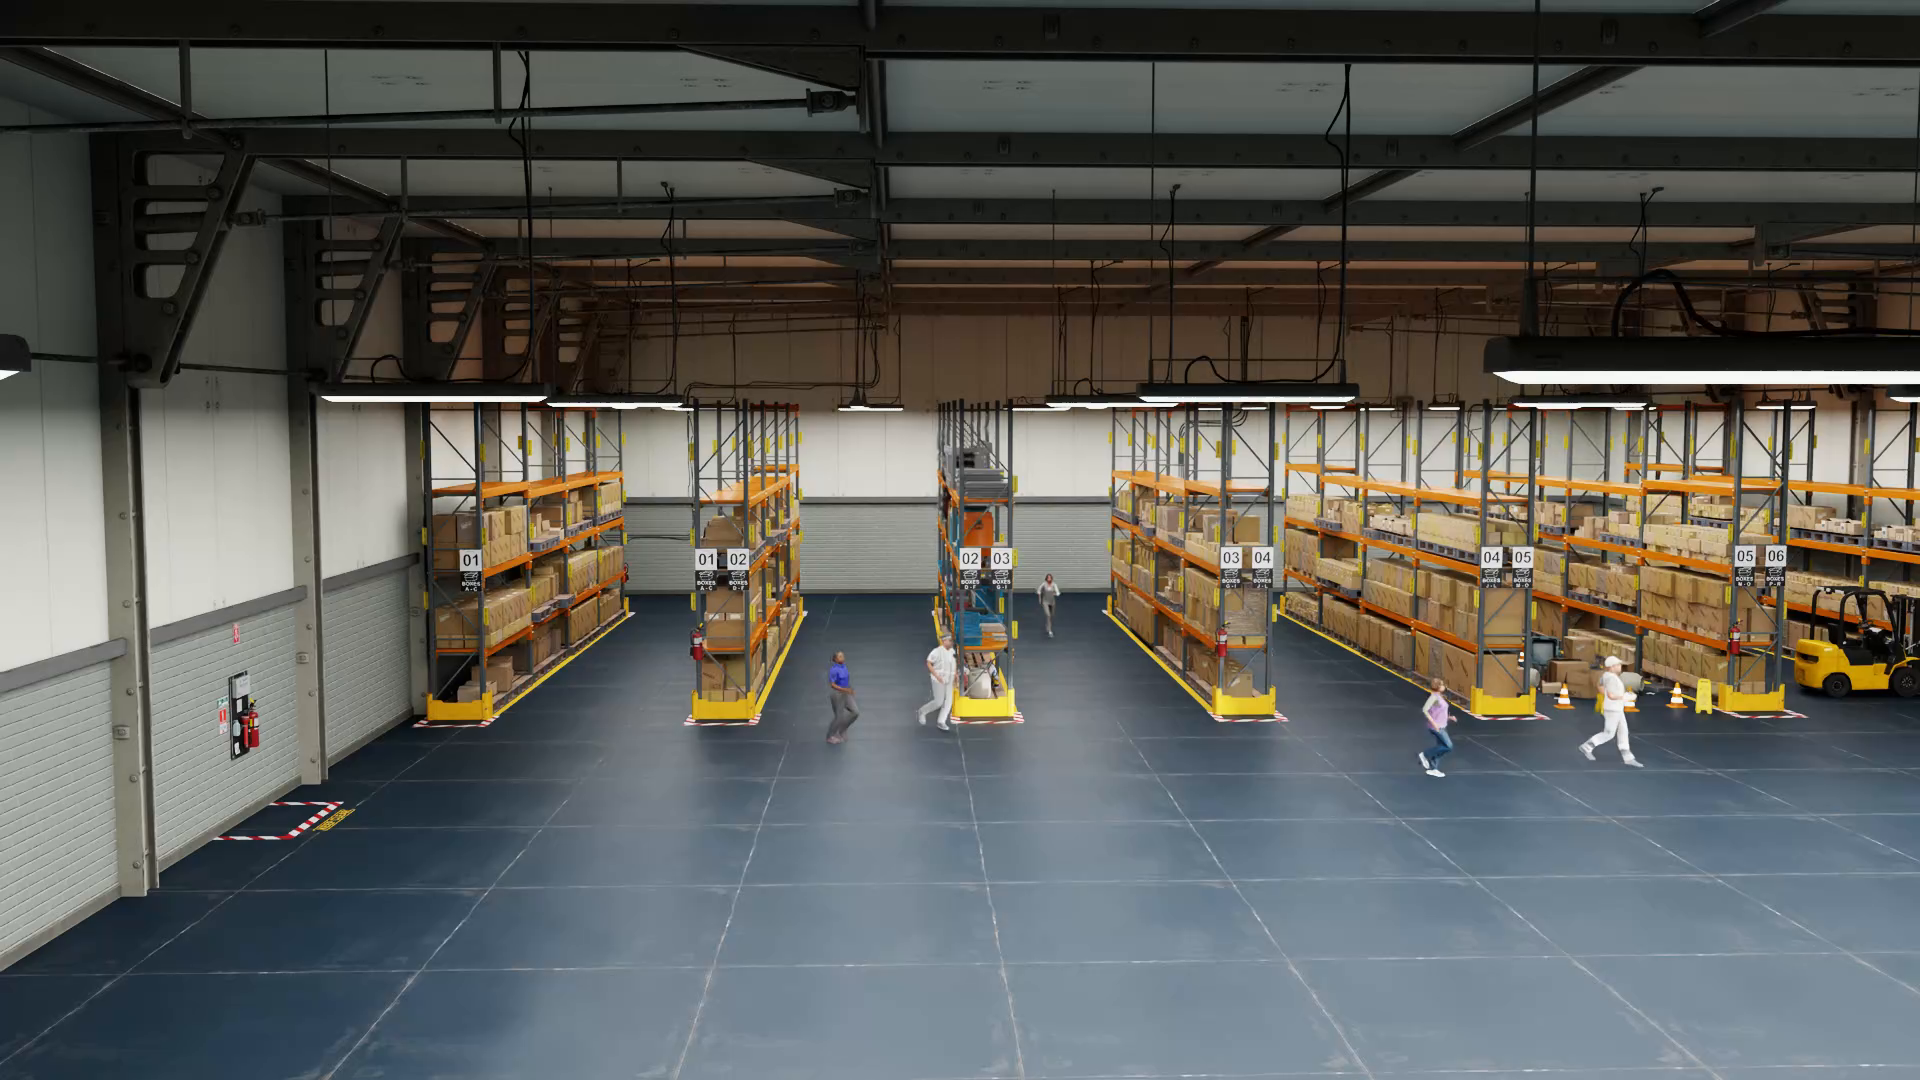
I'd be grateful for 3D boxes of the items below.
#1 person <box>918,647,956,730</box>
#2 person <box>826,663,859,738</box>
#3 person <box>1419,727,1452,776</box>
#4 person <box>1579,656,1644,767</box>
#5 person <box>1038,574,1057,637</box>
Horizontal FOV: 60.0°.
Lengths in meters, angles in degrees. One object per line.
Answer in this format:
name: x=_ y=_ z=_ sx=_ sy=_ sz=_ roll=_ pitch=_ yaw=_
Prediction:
person: x=-0.360 y=2.683 z=30.380 sx=0.703 sy=1.478 sz=0.621 roll=4 pitch=6 yaw=45
person: x=-2.061 y=2.782 z=28.883 sx=0.589 sy=1.343 sz=0.545 roll=2 pitch=5 yaw=28
person: x=7.544 y=3.284 z=26.304 sx=0.501 sy=0.906 sz=0.337 roll=2 pitch=5 yaw=28
person: x=10.540 y=2.763 z=26.852 sx=0.988 sy=1.783 sz=0.654 roll=2 pitch=5 yaw=26
person: x=2.264 y=1.656 z=42.789 sx=0.476 sy=1.583 sz=0.884 roll=-1 pitch=4 yaw=-9
